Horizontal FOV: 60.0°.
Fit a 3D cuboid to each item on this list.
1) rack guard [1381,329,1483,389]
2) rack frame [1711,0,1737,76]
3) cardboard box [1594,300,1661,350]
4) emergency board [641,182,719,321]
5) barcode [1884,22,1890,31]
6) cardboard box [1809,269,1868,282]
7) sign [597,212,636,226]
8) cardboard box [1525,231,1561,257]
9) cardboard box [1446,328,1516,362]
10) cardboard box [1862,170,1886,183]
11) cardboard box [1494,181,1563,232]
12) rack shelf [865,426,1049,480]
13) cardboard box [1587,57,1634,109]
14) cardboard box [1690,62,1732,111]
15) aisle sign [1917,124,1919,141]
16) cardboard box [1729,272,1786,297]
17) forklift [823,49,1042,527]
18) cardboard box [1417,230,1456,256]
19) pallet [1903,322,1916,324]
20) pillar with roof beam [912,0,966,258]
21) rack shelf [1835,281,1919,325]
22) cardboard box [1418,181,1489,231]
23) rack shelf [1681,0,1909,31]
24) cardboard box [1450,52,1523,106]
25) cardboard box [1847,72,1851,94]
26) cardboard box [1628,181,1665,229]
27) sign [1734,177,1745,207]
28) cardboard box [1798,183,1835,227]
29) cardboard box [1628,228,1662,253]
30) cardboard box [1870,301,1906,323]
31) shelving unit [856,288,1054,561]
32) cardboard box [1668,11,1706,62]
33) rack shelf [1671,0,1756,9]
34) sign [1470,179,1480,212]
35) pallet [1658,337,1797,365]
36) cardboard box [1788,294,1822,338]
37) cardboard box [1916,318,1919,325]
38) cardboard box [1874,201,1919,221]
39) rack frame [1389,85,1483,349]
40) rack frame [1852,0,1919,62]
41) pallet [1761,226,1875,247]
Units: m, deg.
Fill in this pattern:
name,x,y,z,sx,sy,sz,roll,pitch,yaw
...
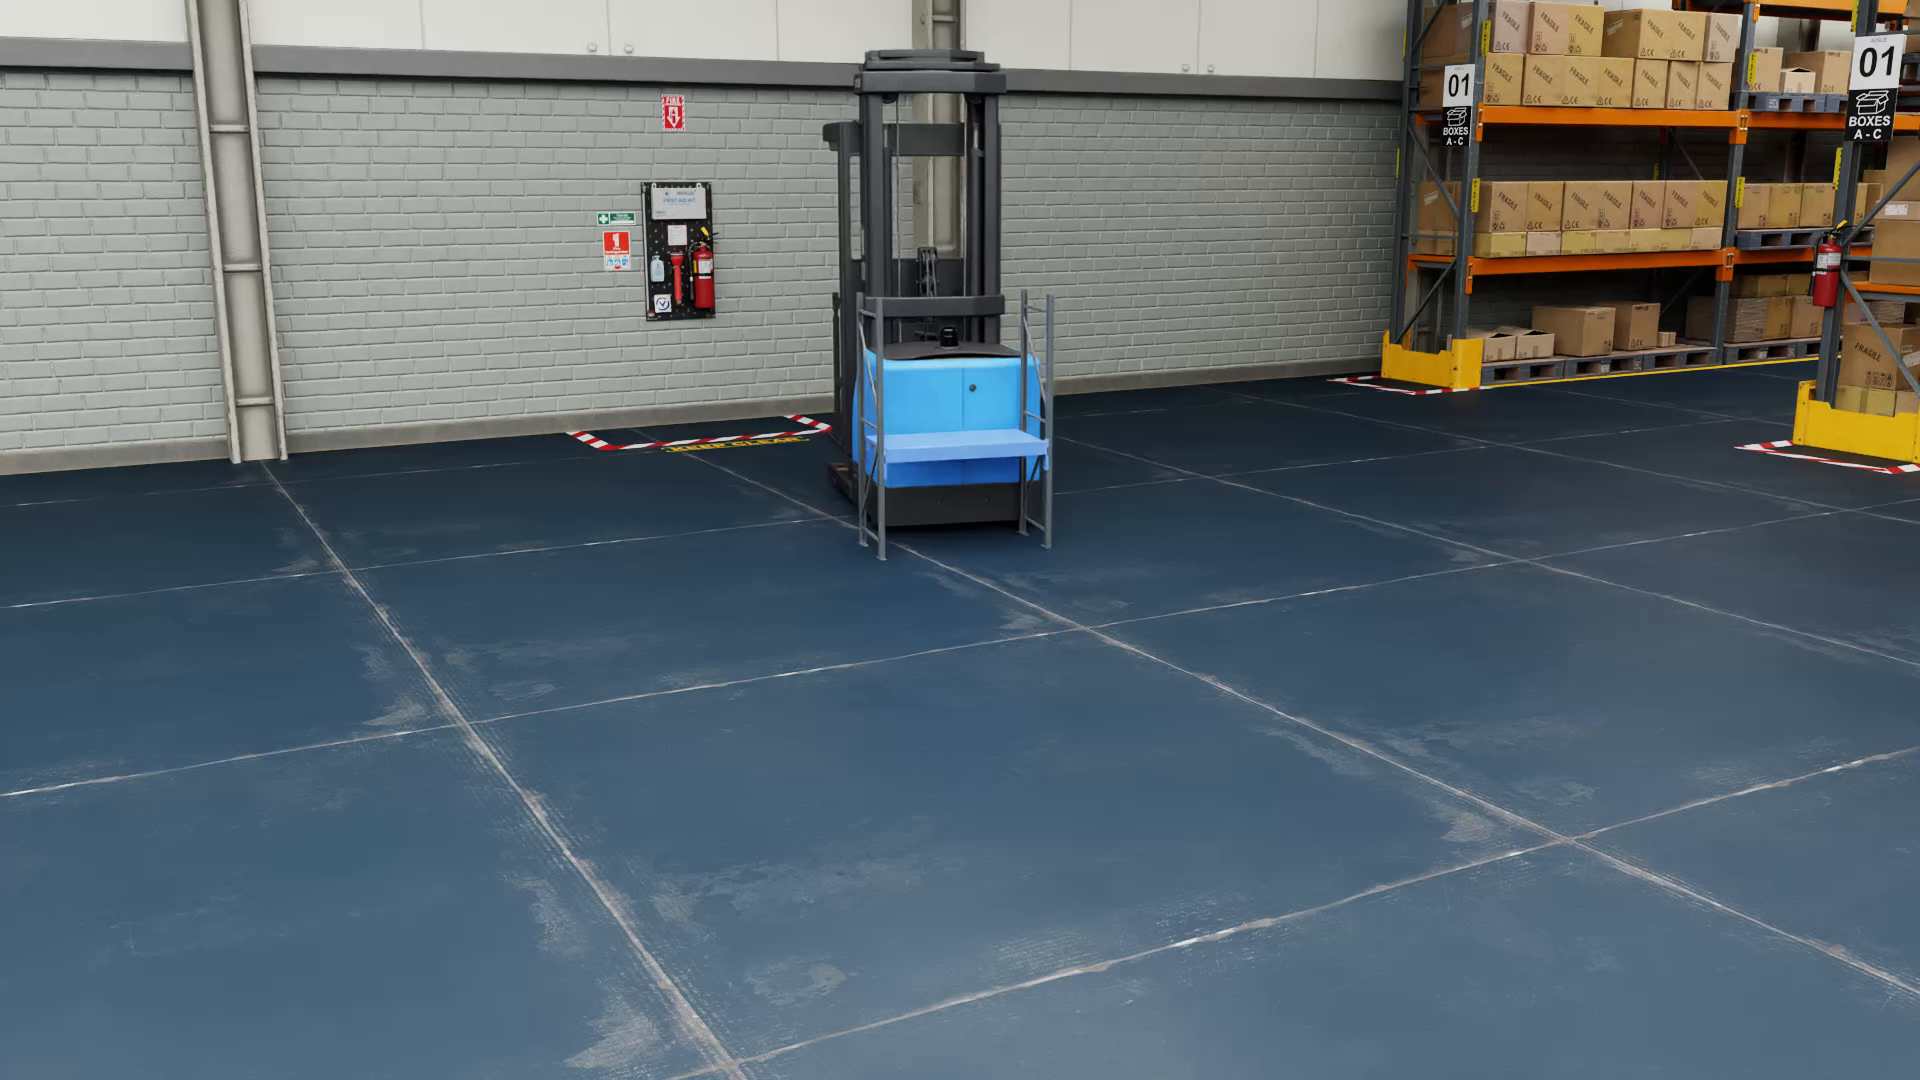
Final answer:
name,x,y,z,sx,sy,sz,roll,pitch,yaw
rack guard,4.943,-1.910,17.458,0.348,0.500,1.175,-7,14,-28
rack frame,8.389,-6.469,18.356,0.053,2.616,0.949,-7,14,-28
cardboard box,7.495,-2.421,18.724,0.500,0.500,0.500,-8,15,-32
emergency board,-2.378,-2.478,14.288,0.643,1.169,0.194,-7,14,-28
barcode,7.287,-4.039,13.069,0.075,0.075,0.001,-7,14,-28
cardboard box,10.761,-3.190,20.437,0.500,0.250,0.500,-7,14,-27
sign,-2.904,-2.714,14.051,0.331,0.109,0.001,-7,14,-28
cardboard box,5.905,-3.106,17.373,0.500,0.250,0.500,-7,15,-30
cardboard box,5.526,-2.080,17.641,0.500,0.311,0.500,-9,15,-34
cardboard box,11.334,-4.464,20.407,0.250,0.149,0.380,-10,16,-37
cardboard box,5.878,-3.466,17.268,0.500,0.500,0.500,-7,14,-28
rack shelf,-0.032,-0.519,9.821,1.000,0.185,0.538,-4,13,-17
cardboard box,6.692,-4.796,17.483,0.500,0.500,0.500,-6,14,-24
cardboard box,8.060,-4.963,18.226,0.500,0.500,0.500,-6,14,-26
aisle sign,7.342,-3.370,12.329,0.004,0.787,0.394,-7,14,-28
cardboard box,9.410,-3.031,19.729,0.500,0.250,0.500,-7,15,-29
forklift,-0.321,-1.788,11.381,1.130,2.935,3.031,-3,13,-13
cardboard box,5.193,-3.145,17.547,0.500,0.250,0.500,-7,14,-27
pallet,12.626,-2.671,21.498,1.213,0.211,1.003,-7,14,-28
pillar with roof beam,1.872,-4.828,11.066,0.400,9.000,9.100,-7,14,-28
rack shelf,9.008,-2.027,13.921,4.000,0.370,1.077,-7,14,-28
cardboard box,5.188,-3.515,17.482,0.500,0.500,0.500,-7,14,-28
rack shelf,10.142,-6.133,19.417,4.000,0.370,1.077,-7,14,-28
cardboard box,5.289,-4.630,16.747,0.500,0.500,0.500,-6,14,-26
cardboard box,10.716,-5.368,20.018,0.637,0.503,0.797,-5,14,-20
cardboard box,7.238,-3.631,17.999,0.500,0.500,0.500,-7,15,-29
sign,8.654,-3.861,18.461,0.005,0.325,0.100,-7,14,-28
cardboard box,9.907,-3.985,19.757,0.500,0.500,0.700,-5,14,-20
cardboard box,7.241,-3.264,18.077,0.500,0.250,0.500,-7,14,-28
cardboard box,11.291,-2.872,20.732,0.500,0.500,0.700,-7,14,-27
shelving unit,-0.032,-0.695,9.781,1.048,1.500,0.538,-4,13,-17
cardboard box,7.599,-5.387,17.832,0.500,0.500,0.500,-6,14,-25
rack shelf,6.632,-5.906,17.503,4.000,0.370,1.077,-7,14,-28
sign,5.136,-3.439,16.588,0.005,0.325,0.100,-7,14,-28
pallet,9.070,-2.264,19.689,1.213,0.211,1.003,-7,14,-28
cardboard box,9.922,-2.728,20.090,0.500,0.500,0.700,-7,14,-27
cardboard box,8.452,-1.618,14.067,0.500,0.500,0.500,-7,14,-28
cardboard box,7.497,-2.609,13.167,0.250,0.149,0.380,-7,15,-29
rack frame,4.876,-3.122,17.148,0.127,3.000,1.000,-7,14,-28
rack frame,7.253,-5.094,12.249,0.127,3.000,1.000,-7,14,-28
pallet,10.180,-3.653,19.948,1.213,0.211,1.003,-7,14,-28
